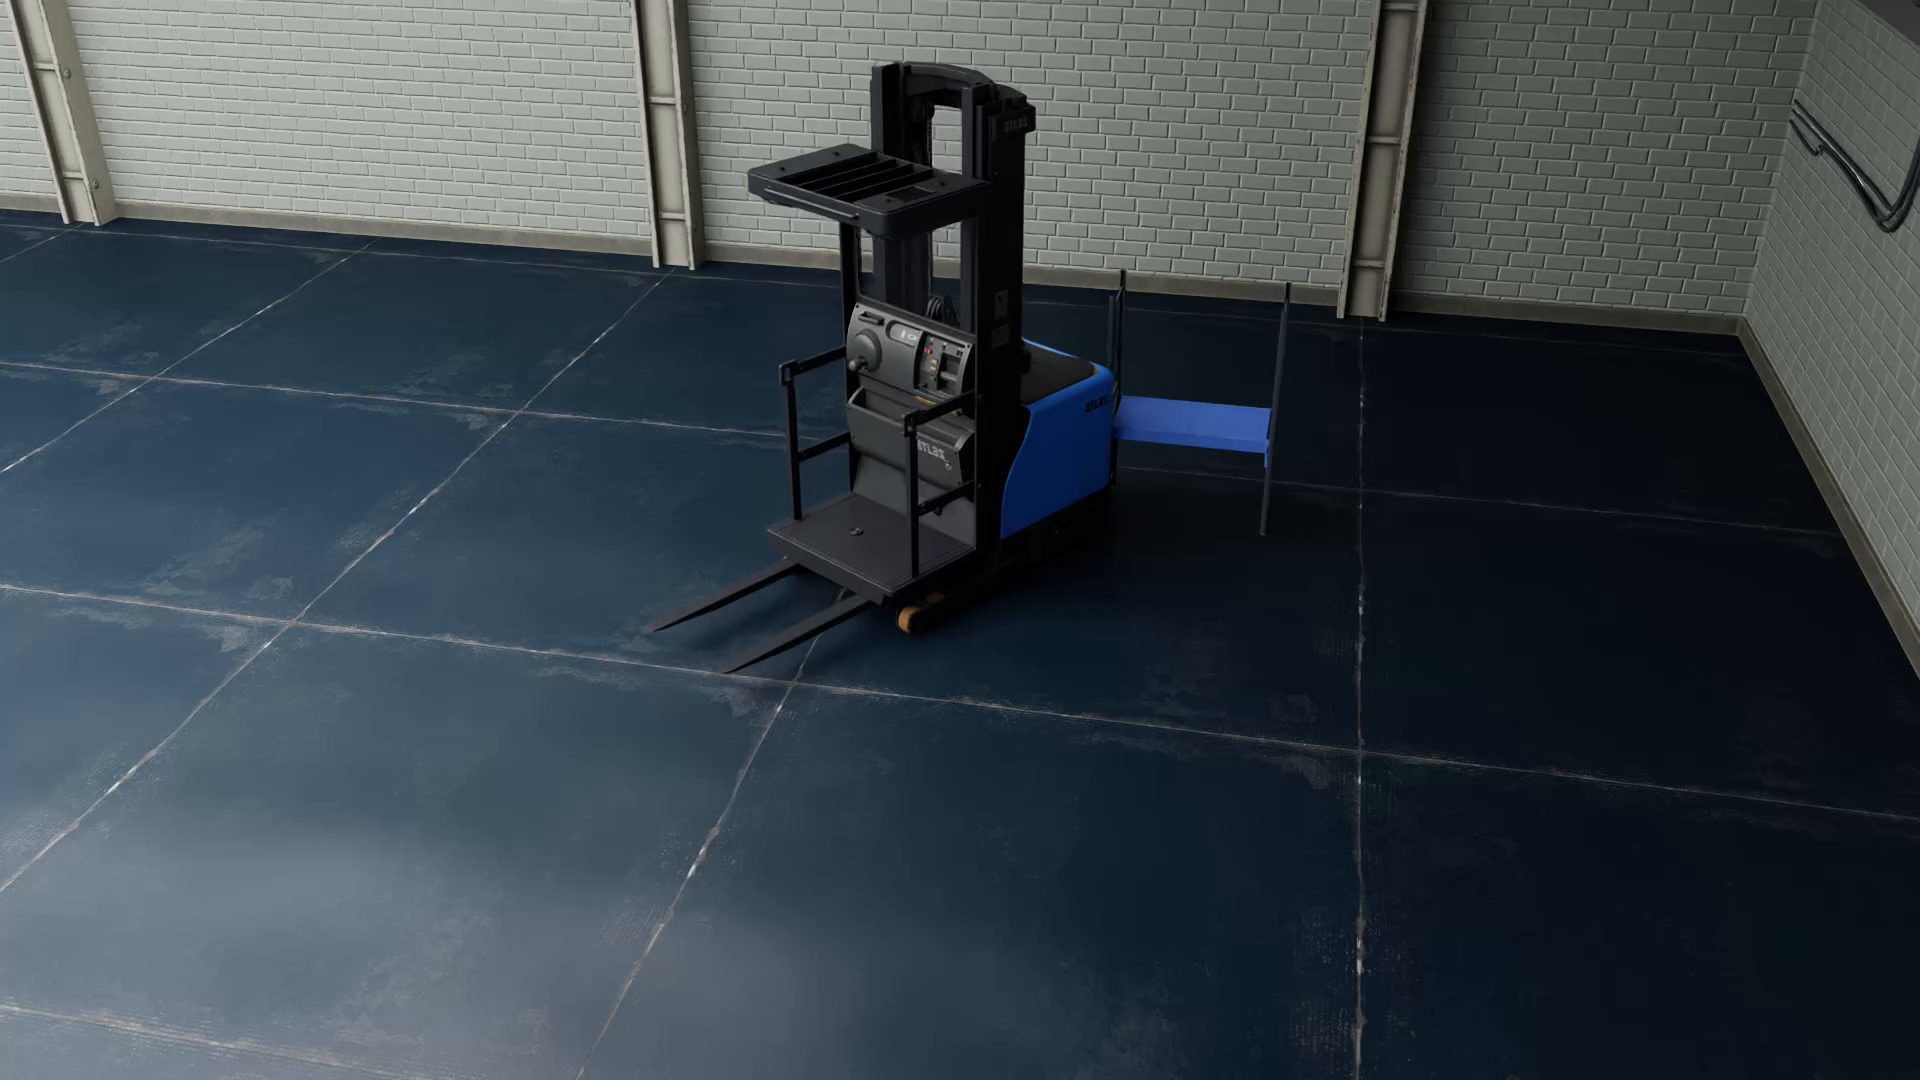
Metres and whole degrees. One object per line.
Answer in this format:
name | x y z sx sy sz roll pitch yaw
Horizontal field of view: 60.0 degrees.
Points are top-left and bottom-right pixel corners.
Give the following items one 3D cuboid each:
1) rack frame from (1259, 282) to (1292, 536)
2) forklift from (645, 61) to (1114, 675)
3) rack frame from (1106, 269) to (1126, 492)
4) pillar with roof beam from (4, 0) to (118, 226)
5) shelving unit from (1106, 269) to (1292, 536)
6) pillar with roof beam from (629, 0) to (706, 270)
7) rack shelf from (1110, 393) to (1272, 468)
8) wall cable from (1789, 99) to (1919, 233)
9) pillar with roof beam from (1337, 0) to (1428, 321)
rack frame | 1.957 -0.803 10.317 0.032 1.500 0.500 6 29 12
forklift | -0.435 -1.027 9.237 1.130 2.935 3.031 25 37 37
rack frame | 0.967 -0.914 10.520 0.032 1.500 0.500 6 29 12
pillar with roof beam | -9.285 -5.022 10.214 0.400 9.000 9.100 6 29 11
shelving unit | 1.462 -0.858 10.418 1.048 1.500 0.538 6 29 12
pillar with roof beam | -3.418 -4.420 9.115 0.400 9.000 9.100 6 29 11
rack shelf | 1.462 -0.701 10.504 1.000 0.185 0.538 6 29 12
wall cable | 5.954 -3.562 10.781 0.112 2.526 3.097 6 29 11
pillar with roof beam | 2.450 -3.819 8.016 0.400 9.000 9.100 6 29 11
